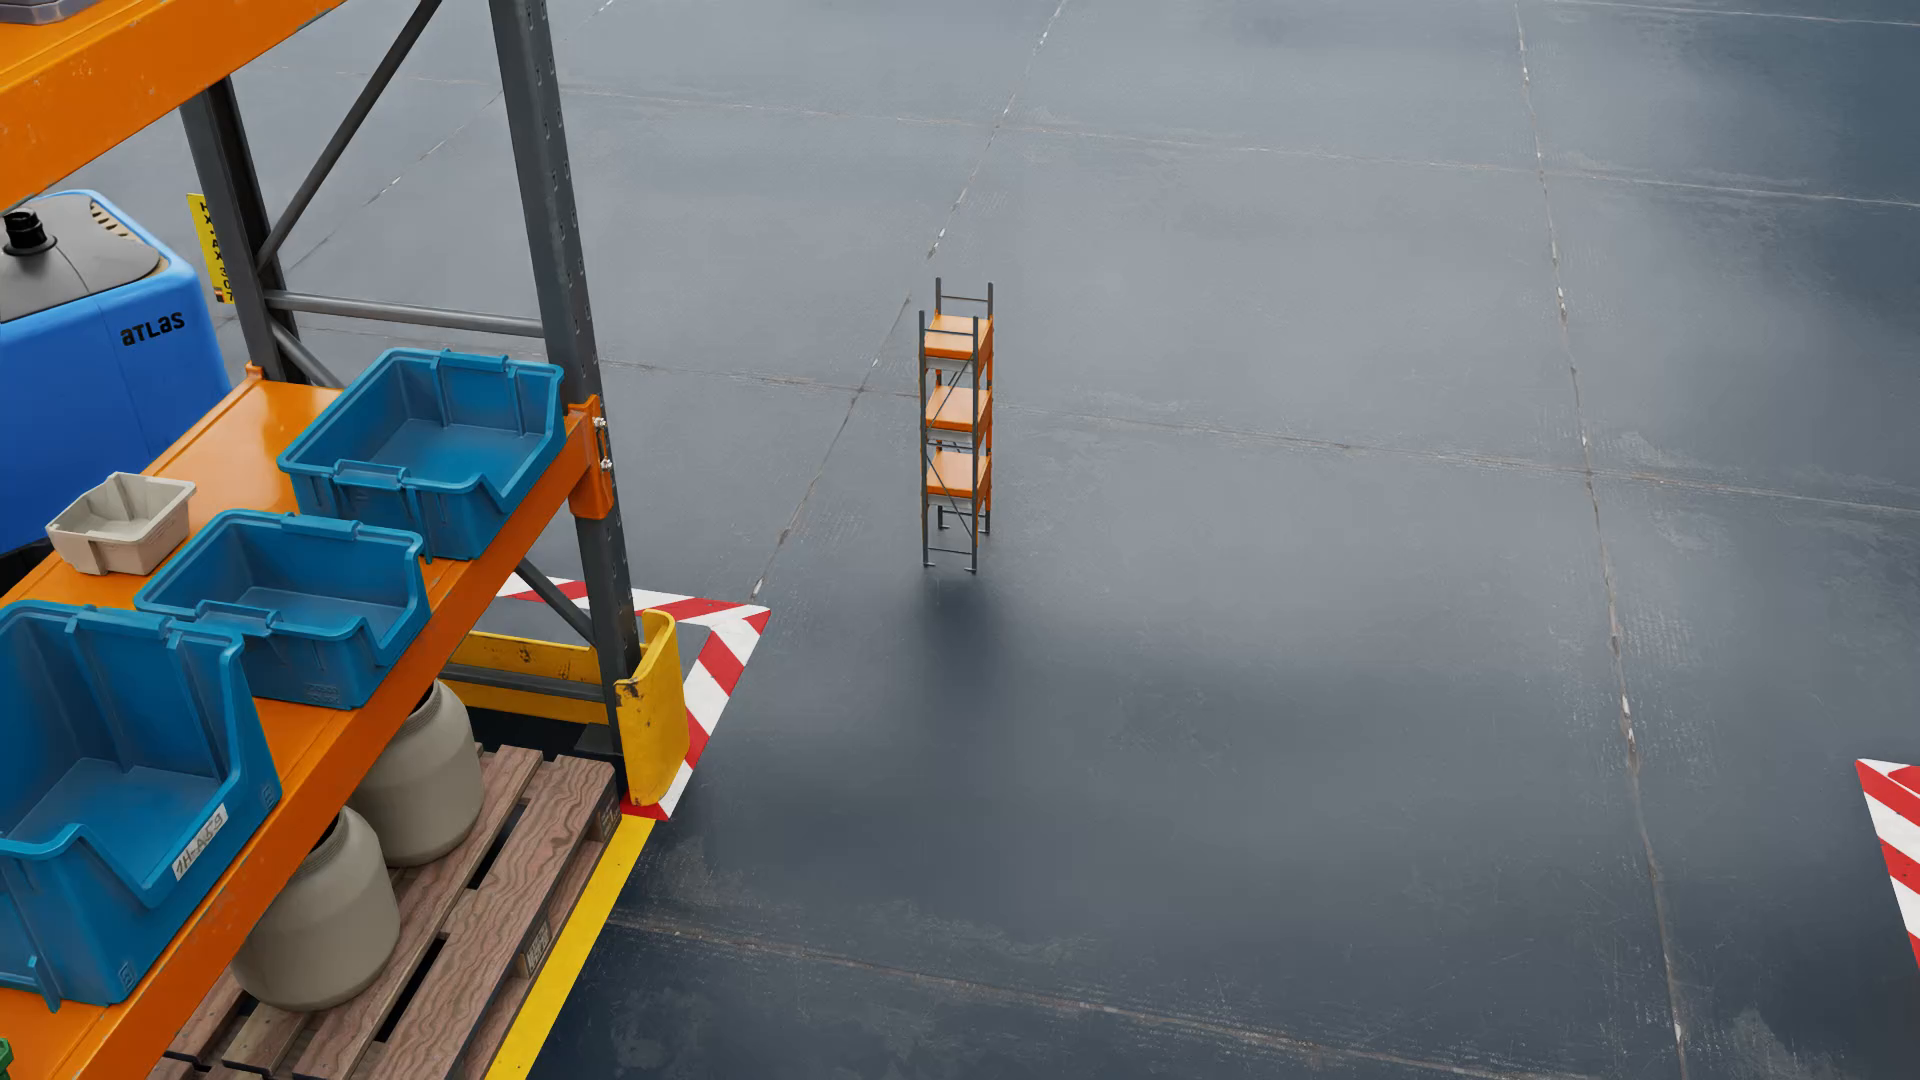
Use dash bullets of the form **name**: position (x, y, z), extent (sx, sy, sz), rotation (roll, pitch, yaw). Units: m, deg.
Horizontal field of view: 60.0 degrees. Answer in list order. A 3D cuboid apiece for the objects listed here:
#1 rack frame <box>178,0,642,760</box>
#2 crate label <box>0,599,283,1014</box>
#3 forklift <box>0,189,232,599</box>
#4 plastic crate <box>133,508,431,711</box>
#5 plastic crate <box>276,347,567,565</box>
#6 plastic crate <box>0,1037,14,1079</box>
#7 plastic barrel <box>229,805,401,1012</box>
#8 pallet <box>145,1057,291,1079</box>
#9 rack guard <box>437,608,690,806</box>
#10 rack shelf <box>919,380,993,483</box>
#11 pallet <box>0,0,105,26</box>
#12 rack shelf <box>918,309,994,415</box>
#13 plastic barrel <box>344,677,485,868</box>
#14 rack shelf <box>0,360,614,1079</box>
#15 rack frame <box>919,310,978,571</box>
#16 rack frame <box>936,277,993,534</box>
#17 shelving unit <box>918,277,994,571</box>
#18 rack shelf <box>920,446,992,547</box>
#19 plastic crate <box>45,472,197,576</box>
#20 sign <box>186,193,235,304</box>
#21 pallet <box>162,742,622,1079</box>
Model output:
- **rack frame**: position (-1.492, -0.609, 4.534), extent (1.000, 3.000, 0.127), rotation (7, 37, 10)
- **crate label**: position (-1.621, 0.466, 3.021), extent (0.502, 0.435, 0.616), rotation (7, 37, 10)
- **forklift**: position (-4.039, -0.864, 4.944), extent (3.031, 2.935, 1.130), rotation (-29, 45, -34)
- **plastic crate**: position (-1.451, 0.148, 3.617), extent (0.499, 0.251, 0.408), rotation (7, 37, 10)
- **plastic crate**: position (-1.306, -0.224, 4.130), extent (0.499, 0.251, 0.616), rotation (7, 37, 10)
- **plastic crate**: position (-1.780, 1.028, 2.457), extent (0.450, 0.188, 0.662), rotation (7, 37, 10)
- **plastic barrel**: position (-1.665, 0.903, 4.210), extent (0.421, 0.512, 0.421), rotation (0, 36, 0)
- **pallet**: position (-1.904, 1.732, 3.680), extent (1.003, 0.211, 1.213), rotation (7, 37, 10)
- **rack guard**: position (-1.462, 0.453, 5.199), extent (1.175, 0.500, 0.348), rotation (7, 37, 10)
- **rack shelf**: position (-0.011, -0.386, 5.906), extent (0.215, 0.259, 0.240), rotation (7, 37, 10)
- **pallet**: position (-1.764, -1.285, 3.071), extent (1.003, 0.211, 1.213), rotation (7, 37, 10)
- **rack shelf**: position (-0.011, -0.616, 5.739), extent (0.215, 0.259, 0.240), rotation (7, 37, 10)
- **plastic barrel**: position (-1.558, 0.616, 4.607), extent (0.421, 0.512, 0.421), rotation (0, 36, 0)
- **rack shelf**: position (-1.919, 0.829, 3.163), extent (1.077, 0.370, 4.000), rotation (7, 37, 10)
- **rack frame**: position (-0.038, -0.324, 5.803), extent (0.200, 1.050, 0.008), rotation (7, 37, 10)
- **rack frame**: position (0.015, -0.464, 5.996), extent (0.200, 1.050, 0.008), rotation (7, 37, 10)
- **shelving unit**: position (-0.011, -0.394, 5.900), extent (0.215, 1.050, 0.252), rotation (7, 37, 10)
- **rack shelf**: position (-0.011, -0.161, 6.069), extent (0.215, 0.259, 0.240), rotation (7, 37, 10)
- **plastic crate**: position (-1.997, -0.029, 3.959), extent (0.298, 0.136, 0.250), rotation (7, 37, 10)
- **sign**: position (-2.028, -0.792, 4.551), extent (0.100, 0.325, 0.005), rotation (7, 37, 10)
- **pallet**: position (-1.641, 1.035, 4.642), extent (1.003, 0.211, 1.213), rotation (7, 37, 10)
